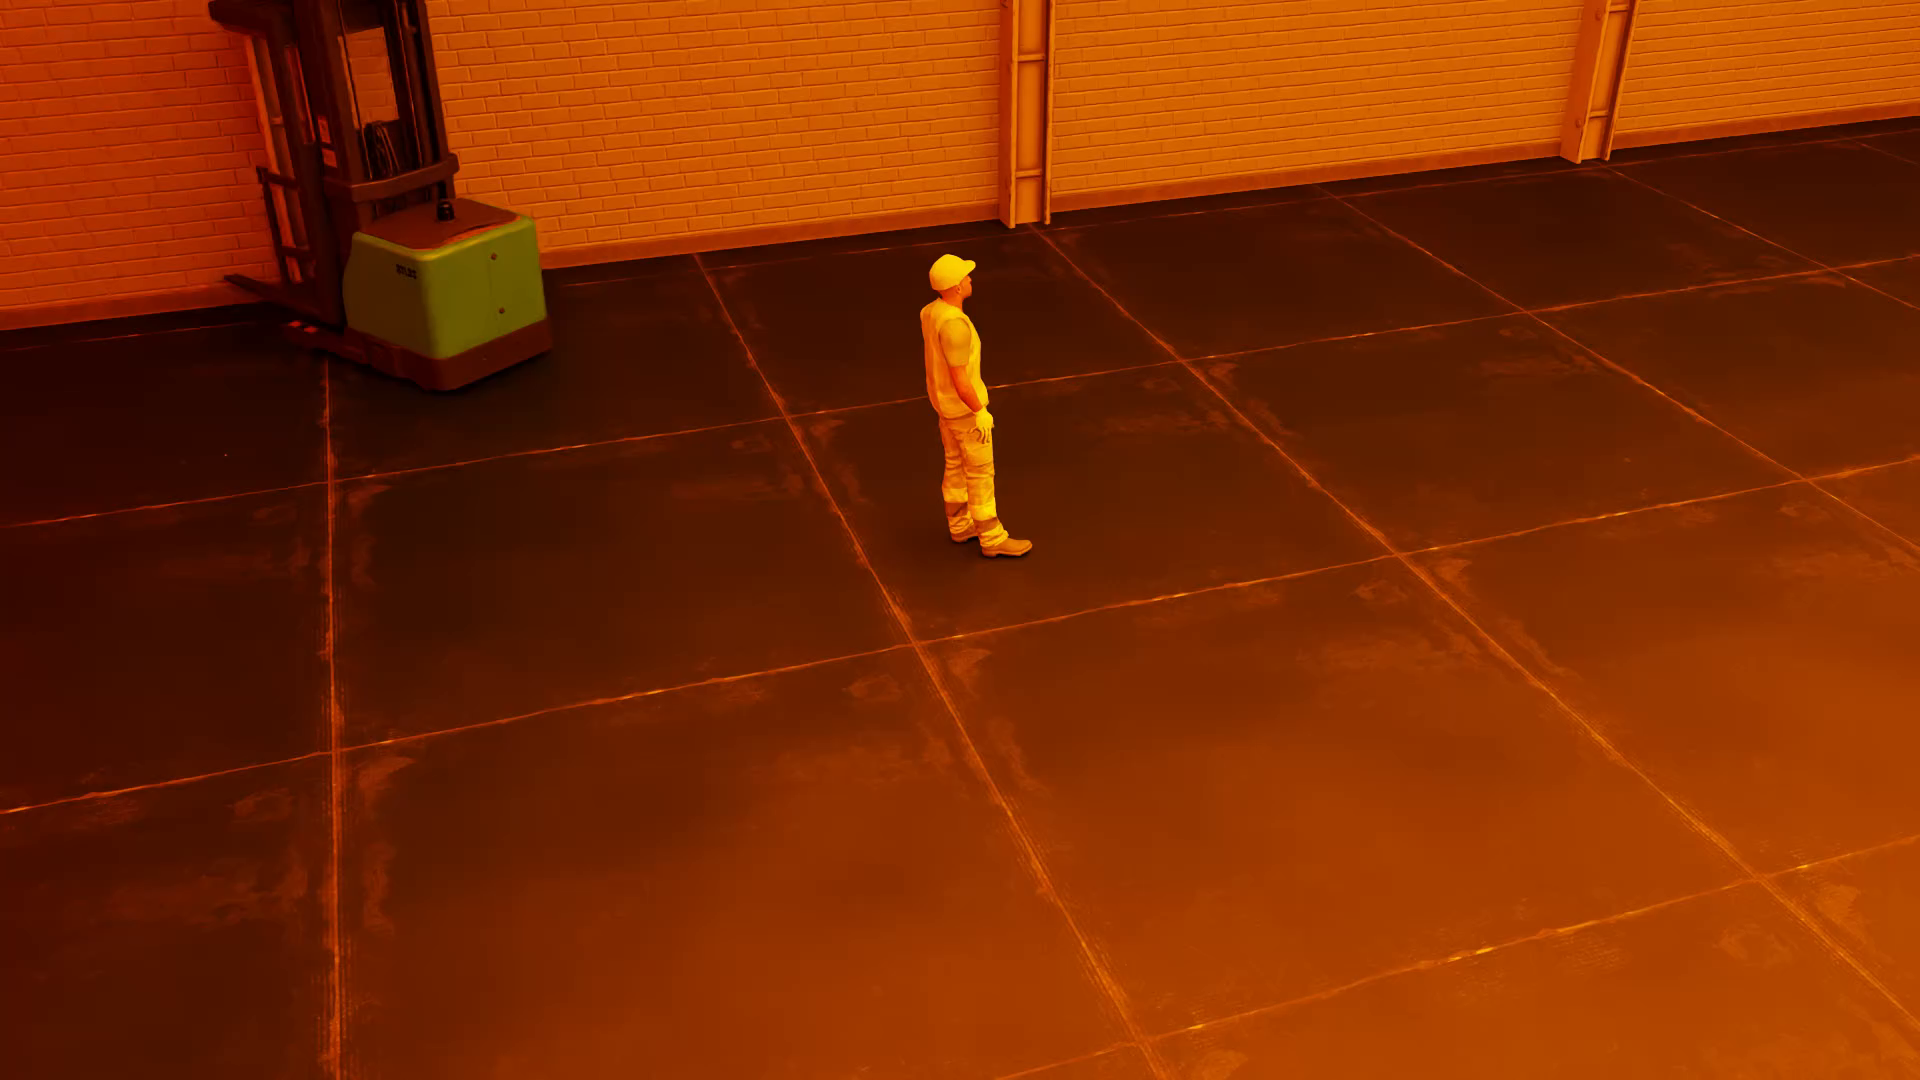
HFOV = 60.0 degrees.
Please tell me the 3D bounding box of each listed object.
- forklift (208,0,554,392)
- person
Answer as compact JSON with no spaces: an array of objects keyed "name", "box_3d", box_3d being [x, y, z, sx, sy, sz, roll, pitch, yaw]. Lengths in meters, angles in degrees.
[{"name":"forklift","box_3d":[-4.516,-2.895,12.119,3.031,2.935,1.130,20,36,31]},{"name":"person","box_3d":[0.080,-0.789,9.588,0.564,1.787,0.637,-10,31,-16]}]
